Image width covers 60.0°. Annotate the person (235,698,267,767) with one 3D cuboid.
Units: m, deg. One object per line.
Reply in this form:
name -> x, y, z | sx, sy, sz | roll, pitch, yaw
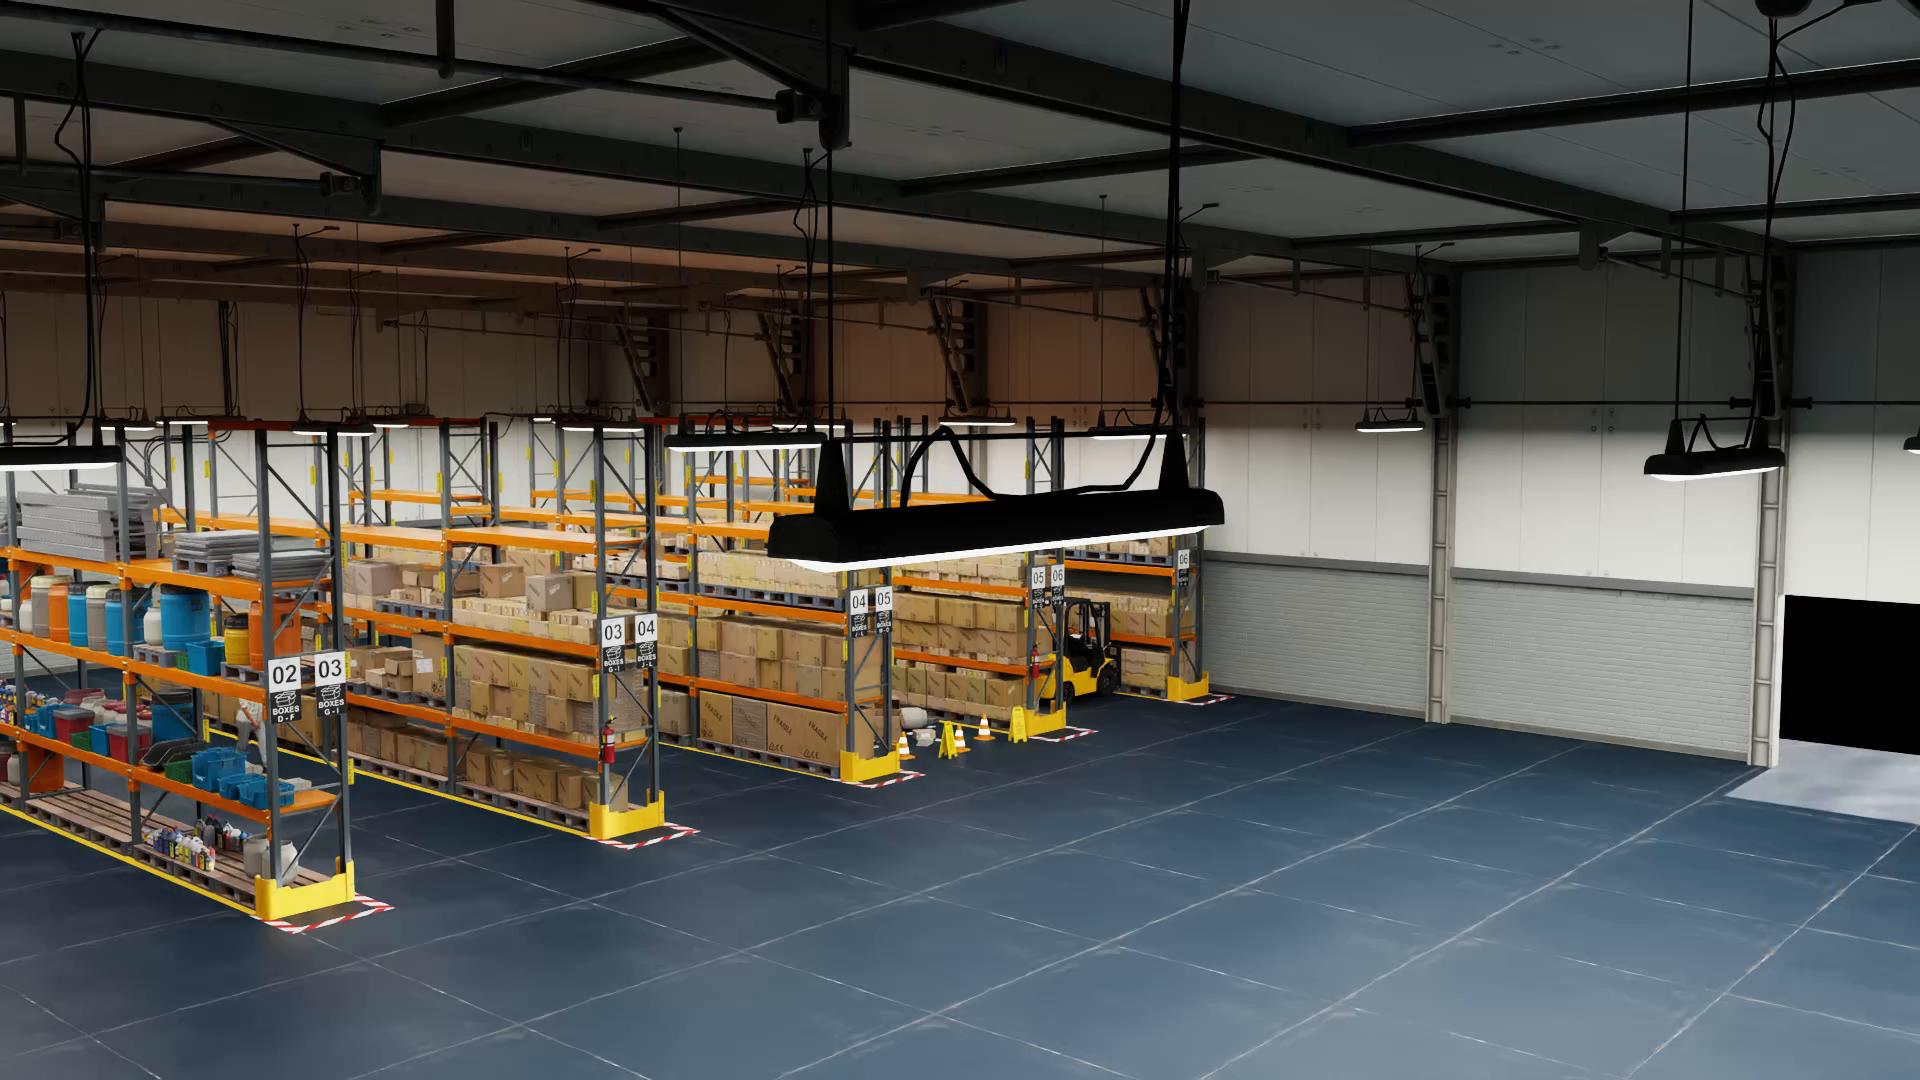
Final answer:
person -> -12.225, 3.126, 28.769 | 0.984, 1.600, 0.461 | 3, 5, 29
